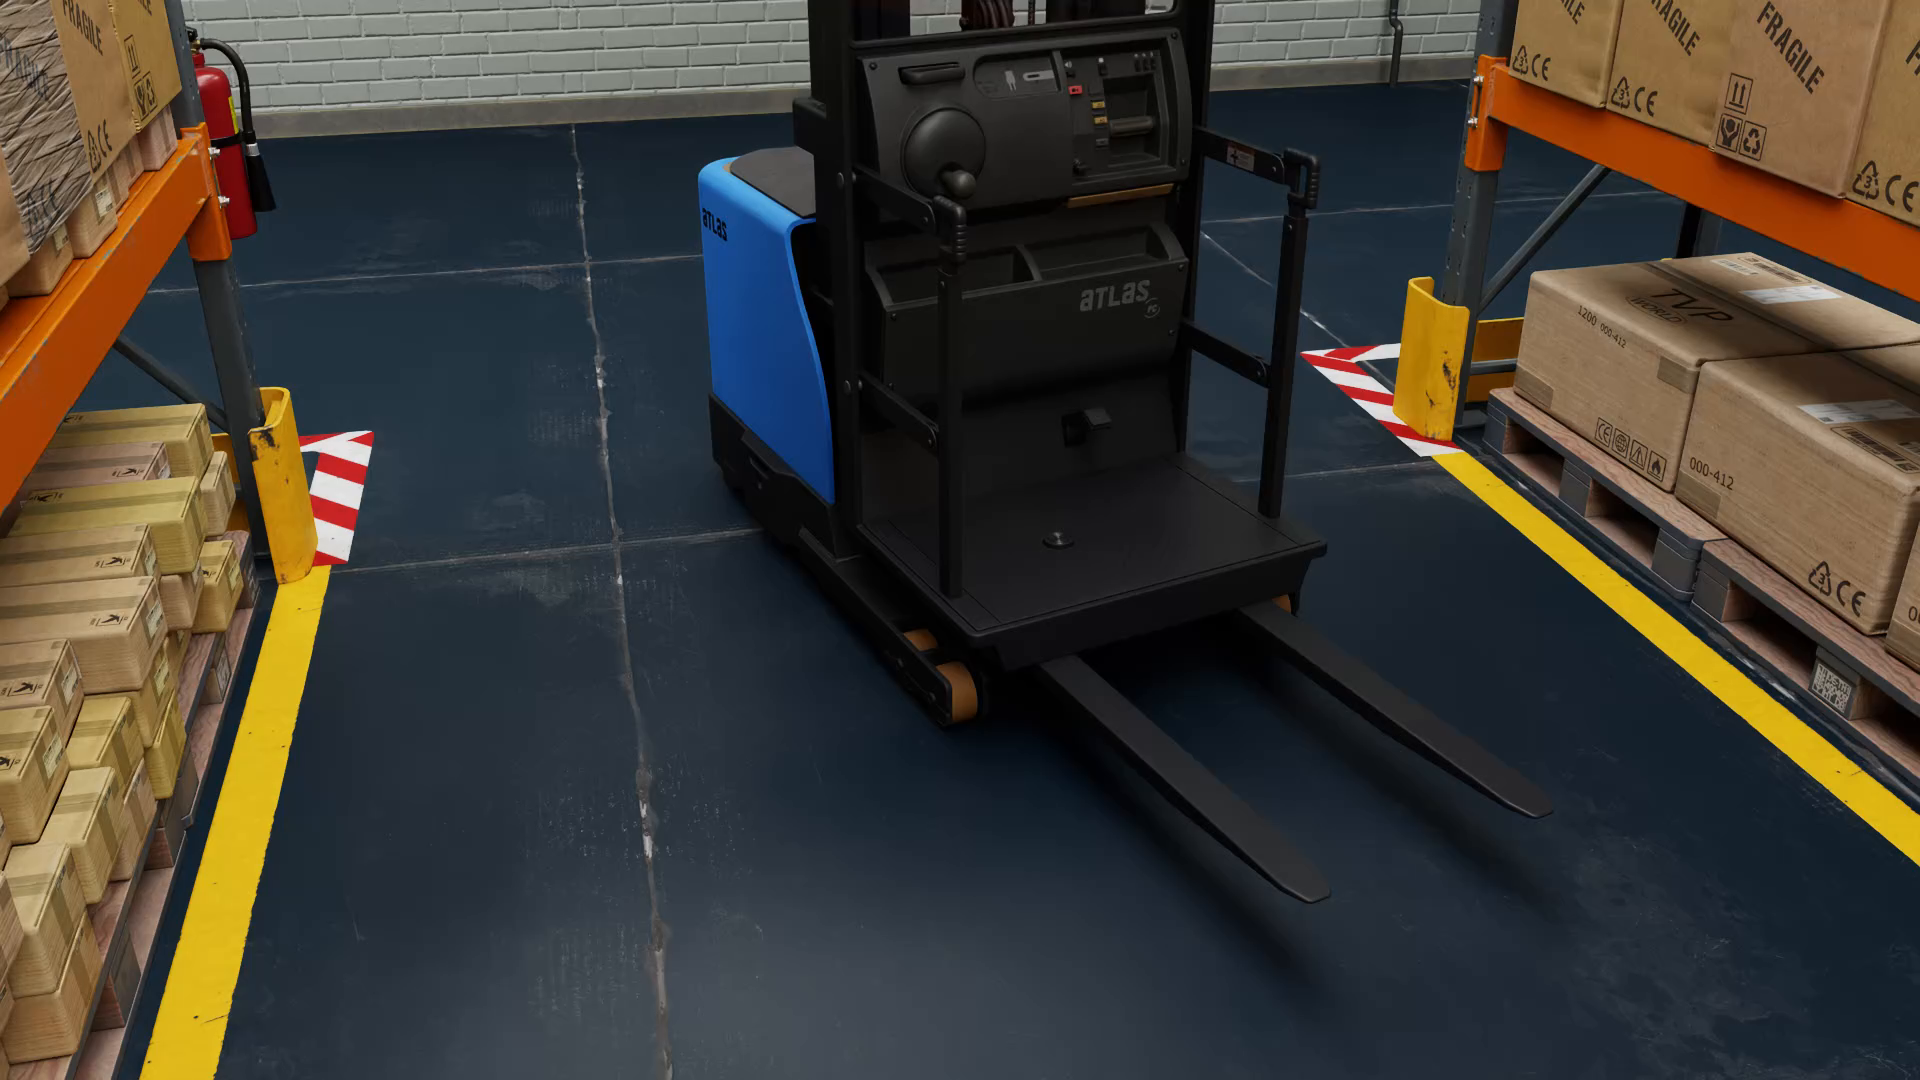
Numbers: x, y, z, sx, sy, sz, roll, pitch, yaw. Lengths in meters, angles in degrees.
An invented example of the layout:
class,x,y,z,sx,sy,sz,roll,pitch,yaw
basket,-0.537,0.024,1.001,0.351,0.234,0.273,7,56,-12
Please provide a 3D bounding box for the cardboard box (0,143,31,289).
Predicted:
class,x,y,z,sx,sy,sz,roll,pitch,yaw
cardboard box,-1.899,-0.601,2.671,0.500,0.500,0.500,-5,27,-9

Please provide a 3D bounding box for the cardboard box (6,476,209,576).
class,x,y,z,sx,sy,sz,roll,pitch,yaw
cardboard box,-2.039,-0.020,3.998,0.380,0.149,0.250,-7,28,-13

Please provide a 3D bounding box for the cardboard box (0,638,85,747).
class,x,y,z,sx,sy,sz,roll,pitch,yaw
cardboard box,-1.976,0.339,3.286,0.380,0.149,0.250,-7,28,-13

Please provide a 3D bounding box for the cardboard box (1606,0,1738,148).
class,x,y,z,sx,sy,sz,roll,pitch,yaw
cardboard box,2.182,-1.396,4.576,0.500,0.500,0.500,-6,27,-12

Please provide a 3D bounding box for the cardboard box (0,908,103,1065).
class,x,y,z,sx,sy,sz,roll,pitch,yaw
cardboard box,-1.787,0.820,2.994,0.380,0.149,0.250,-7,28,-13

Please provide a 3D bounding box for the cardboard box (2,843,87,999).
class,x,y,z,sx,sy,sz,roll,pitch,yaw
cardboard box,-1.783,0.689,2.923,0.380,0.149,0.250,-6,27,-12

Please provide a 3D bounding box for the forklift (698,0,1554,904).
class,x,y,z,sx,sy,sz,roll,pitch,yaw
forklift,0.290,-1.059,4.095,1.130,2.935,3.031,-13,30,-24

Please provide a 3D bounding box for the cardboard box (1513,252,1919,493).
class,x,y,z,sx,sy,sz,roll,pitch,yaw
cardboard box,2.458,-0.574,5.436,0.875,0.438,0.875,-7,28,-13

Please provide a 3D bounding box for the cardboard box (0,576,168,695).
class,x,y,z,sx,sy,sz,roll,pitch,yaw
cardboard box,-1.927,0.212,3.538,0.380,0.149,0.250,-5,27,-10

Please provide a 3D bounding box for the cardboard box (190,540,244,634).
class,x,y,z,sx,sy,sz,roll,pitch,yaw
cardboard box,-2.109,0.134,4.352,0.380,0.149,0.250,-5,27,-10

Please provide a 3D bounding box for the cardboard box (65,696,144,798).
class,x,y,z,sx,sy,sz,roll,pitch,yaw
cardboard box,-1.903,0.460,3.377,0.380,0.149,0.250,-5,27,-9

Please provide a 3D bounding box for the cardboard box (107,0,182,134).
class,x,y,z,sx,sy,sz,roll,pitch,yaw
cardboard box,-2.236,-1.270,3.995,0.500,0.500,0.500,-5,27,-11

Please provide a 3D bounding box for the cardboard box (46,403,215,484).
class,x,y,z,sx,sy,sz,roll,pitch,yaw
cardboard box,-2.222,-0.237,4.428,0.380,0.149,0.250,-6,27,-11

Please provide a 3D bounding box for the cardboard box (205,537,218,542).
class,x,y,z,sx,sy,sz,roll,pitch,yaw
cardboard box,-2.266,0.032,4.556,0.380,0.149,0.250,-5,27,-11

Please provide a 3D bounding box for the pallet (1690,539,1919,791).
class,x,y,z,sx,sy,sz,roll,pitch,yaw
pallet,2.740,0.312,4.397,1.003,0.211,1.213,-6,27,-12

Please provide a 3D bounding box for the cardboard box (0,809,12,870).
class,x,y,z,sx,sy,sz,roll,pitch,yaw
cardboard box,-1.872,0.564,2.842,0.380,0.149,0.250,-7,28,-14

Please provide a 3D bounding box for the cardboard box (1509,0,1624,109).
class,x,y,z,sx,sy,sz,roll,pitch,yaw
cardboard box,2.041,-1.615,5.010,0.500,0.500,0.500,-6,27,-12

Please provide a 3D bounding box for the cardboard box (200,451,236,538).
class,x,y,z,sx,sy,sz,roll,pitch,yaw
cardboard box,-2.191,-0.108,4.503,0.380,0.149,0.250,-7,28,-13

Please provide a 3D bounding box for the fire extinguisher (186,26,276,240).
class,x,y,z,sx,sy,sz,roll,pitch,yaw
fire extinguisher,-2.195,-1.220,4.837,0.296,0.674,0.183,-6,27,-12

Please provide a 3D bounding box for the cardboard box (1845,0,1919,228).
class,x,y,z,sx,sy,sz,roll,pitch,yaw
cardboard box,2.408,-0.952,3.697,0.500,0.500,0.500,-5,27,-10

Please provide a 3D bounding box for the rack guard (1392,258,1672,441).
class,x,y,z,sx,sy,sz,roll,pitch,yaw
rack guard,2.207,-0.705,6.092,1.175,0.500,0.348,-6,27,-12

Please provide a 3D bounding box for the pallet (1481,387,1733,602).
class,x,y,z,sx,sy,sz,roll,pitch,yaw
pallet,2.469,-0.222,5.456,1.003,0.211,1.213,-6,27,-12

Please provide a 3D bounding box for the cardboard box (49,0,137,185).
class,x,y,z,sx,sy,sz,roll,pitch,yaw
cardboard box,-2.125,-1.043,3.546,0.500,0.500,0.500,-6,27,-12

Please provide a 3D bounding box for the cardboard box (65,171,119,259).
class,x,y,z,sx,sy,sz,roll,pitch,yaw
cardboard box,-2.068,-0.705,3.598,0.380,0.149,0.250,-5,27,-10

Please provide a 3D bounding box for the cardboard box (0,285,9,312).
class,x,y,z,sx,sy,sz,roll,pitch,yaw
cardboard box,-2.034,-0.462,3.116,0.380,0.149,0.250,-7,28,-14

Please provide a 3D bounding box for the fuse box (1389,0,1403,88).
class,x,y,z,sx,sy,sz,roll,pitch,yaw
fuse box,2.998,-3.857,10.993,0.539,1.711,0.414,-6,27,-12

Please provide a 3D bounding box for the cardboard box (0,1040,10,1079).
class,x,y,z,sx,sy,sz,roll,pitch,yaw
cardboard box,-1.823,0.944,2.749,0.380,0.149,0.250,-7,28,-14

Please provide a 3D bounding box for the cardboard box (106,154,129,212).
class,x,y,z,sx,sy,sz,roll,pitch,yaw
cardboard box,-2.148,-0.815,3.815,0.380,0.149,0.250,-6,27,-12

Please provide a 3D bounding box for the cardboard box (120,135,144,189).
class,x,y,z,sx,sy,sz,roll,pitch,yaw
cardboard box,-2.219,-0.924,4.030,0.380,0.149,0.250,-6,27,-12

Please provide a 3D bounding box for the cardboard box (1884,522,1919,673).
class,x,y,z,sx,sy,sz,roll,pitch,yaw
cardboard box,2.874,0.223,3.858,0.875,0.438,0.875,-7,28,-13

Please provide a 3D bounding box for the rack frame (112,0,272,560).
class,x,y,z,sx,sy,sz,roll,pitch,yaw
rack frame,-2.588,-1.263,4.424,1.000,3.000,0.127,-6,27,-12

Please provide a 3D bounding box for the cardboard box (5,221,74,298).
class,x,y,z,sx,sy,sz,roll,pitch,yaw
cardboard box,-2.037,-0.587,3.362,0.380,0.149,0.250,-7,28,-14

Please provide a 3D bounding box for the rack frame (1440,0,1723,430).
class,x,y,z,sx,sy,sz,roll,pitch,yaw
rack frame,2.212,-1.810,5.508,1.000,3.000,0.127,-6,27,-12

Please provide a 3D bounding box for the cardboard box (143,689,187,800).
class,x,y,z,sx,sy,sz,roll,pitch,yaw
cardboard box,-1.947,0.472,3.684,0.380,0.149,0.250,-7,28,-14

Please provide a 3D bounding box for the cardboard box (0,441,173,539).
class,x,y,z,sx,sy,sz,roll,pitch,yaw
cardboard box,-2.221,-0.121,4.198,0.380,0.149,0.250,-5,27,-11

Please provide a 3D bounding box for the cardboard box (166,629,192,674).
class,x,y,z,sx,sy,sz,roll,pitch,yaw
cardboard box,-2.134,0.259,4.105,0.380,0.149,0.250,-6,27,-12

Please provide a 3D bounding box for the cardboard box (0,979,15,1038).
class,x,y,z,sx,sy,sz,roll,pitch,yaw
cardboard box,-1.788,0.806,2.691,0.380,0.149,0.250,-5,27,-9

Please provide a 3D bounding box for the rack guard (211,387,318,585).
class,x,y,z,sx,sy,sz,roll,pitch,yaw
rack guard,-2.571,-0.114,4.921,1.175,0.500,0.348,-6,27,-12

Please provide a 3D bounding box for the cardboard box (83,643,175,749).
class,x,y,z,sx,sy,sz,roll,pitch,yaw
cardboard box,-1.943,0.346,3.604,0.380,0.149,0.250,-6,27,-11

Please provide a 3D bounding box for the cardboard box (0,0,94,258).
class,x,y,z,sx,sy,sz,roll,pitch,yaw
cardboard box,-2.001,-0.821,3.107,0.500,0.500,0.500,-6,27,-11

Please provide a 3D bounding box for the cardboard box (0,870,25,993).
class,x,y,z,sx,sy,sz,roll,pitch,yaw
cardboard box,-1.730,0.675,2.621,0.380,0.149,0.250,-5,27,-10

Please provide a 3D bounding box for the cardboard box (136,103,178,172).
class,x,y,z,sx,sy,sz,roll,pitch,yaw
cardboard box,-2.239,-1.037,4.254,0.380,0.149,0.250,-6,27,-12

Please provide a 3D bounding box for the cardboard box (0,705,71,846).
class,x,y,z,sx,sy,sz,roll,pitch,yaw
cardboard box,-1.889,0.451,3.064,0.380,0.149,0.250,-6,27,-11

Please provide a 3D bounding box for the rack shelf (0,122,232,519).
class,x,y,z,sx,sy,sz,roll,pitch,yaw
rack shelf,-2.137,-0.064,2.846,1.077,0.370,4.000,-6,27,-12

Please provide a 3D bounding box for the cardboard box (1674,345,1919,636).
class,x,y,z,sx,sy,sz,roll,pitch,yaw
cardboard box,2.673,-0.173,4.642,0.875,0.438,0.875,-5,27,-10

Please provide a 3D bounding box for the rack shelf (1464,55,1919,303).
class,x,y,z,sx,sy,sz,roll,pitch,yaw
rack shelf,2.663,-0.611,3.930,1.077,0.370,4.000,-6,27,-12

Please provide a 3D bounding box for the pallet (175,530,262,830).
class,x,y,z,sx,sy,sz,roll,pitch,yaw
pallet,-2.422,0.375,4.272,1.003,0.211,1.213,-6,27,-12

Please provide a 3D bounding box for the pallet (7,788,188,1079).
class,x,y,z,sx,sy,sz,roll,pitch,yaw
pallet,-2.151,0.910,3.213,1.003,0.211,1.213,-6,27,-12

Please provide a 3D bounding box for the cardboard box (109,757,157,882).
class,x,y,z,sx,sy,sz,roll,pitch,yaw
cardboard box,-1.905,0.594,3.442,0.380,0.149,0.250,-5,27,-11

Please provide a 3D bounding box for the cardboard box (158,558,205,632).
class,x,y,z,sx,sy,sz,roll,pitch,yaw
cardboard box,-2.072,0.120,4.051,0.380,0.149,0.250,-7,28,-14

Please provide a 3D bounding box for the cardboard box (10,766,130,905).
class,x,y,z,sx,sy,sz,roll,pitch,yaw
cardboard box,-1.814,0.578,3.143,0.380,0.149,0.250,-6,27,-11

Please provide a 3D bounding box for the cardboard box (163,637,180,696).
class,x,y,z,sx,sy,sz,roll,pitch,yaw
cardboard box,-2.065,0.366,3.893,0.380,0.149,0.250,-6,27,-11

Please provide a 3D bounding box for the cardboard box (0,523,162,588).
class,x,y,z,sx,sy,sz,roll,pitch,yaw
cardboard box,-2.042,0.100,3.760,0.380,0.149,0.250,-7,28,-14

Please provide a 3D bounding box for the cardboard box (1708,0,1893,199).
class,x,y,z,sx,sy,sz,roll,pitch,yaw
cardboard box,2.279,-1.171,4.129,0.500,0.500,0.500,-6,27,-12
